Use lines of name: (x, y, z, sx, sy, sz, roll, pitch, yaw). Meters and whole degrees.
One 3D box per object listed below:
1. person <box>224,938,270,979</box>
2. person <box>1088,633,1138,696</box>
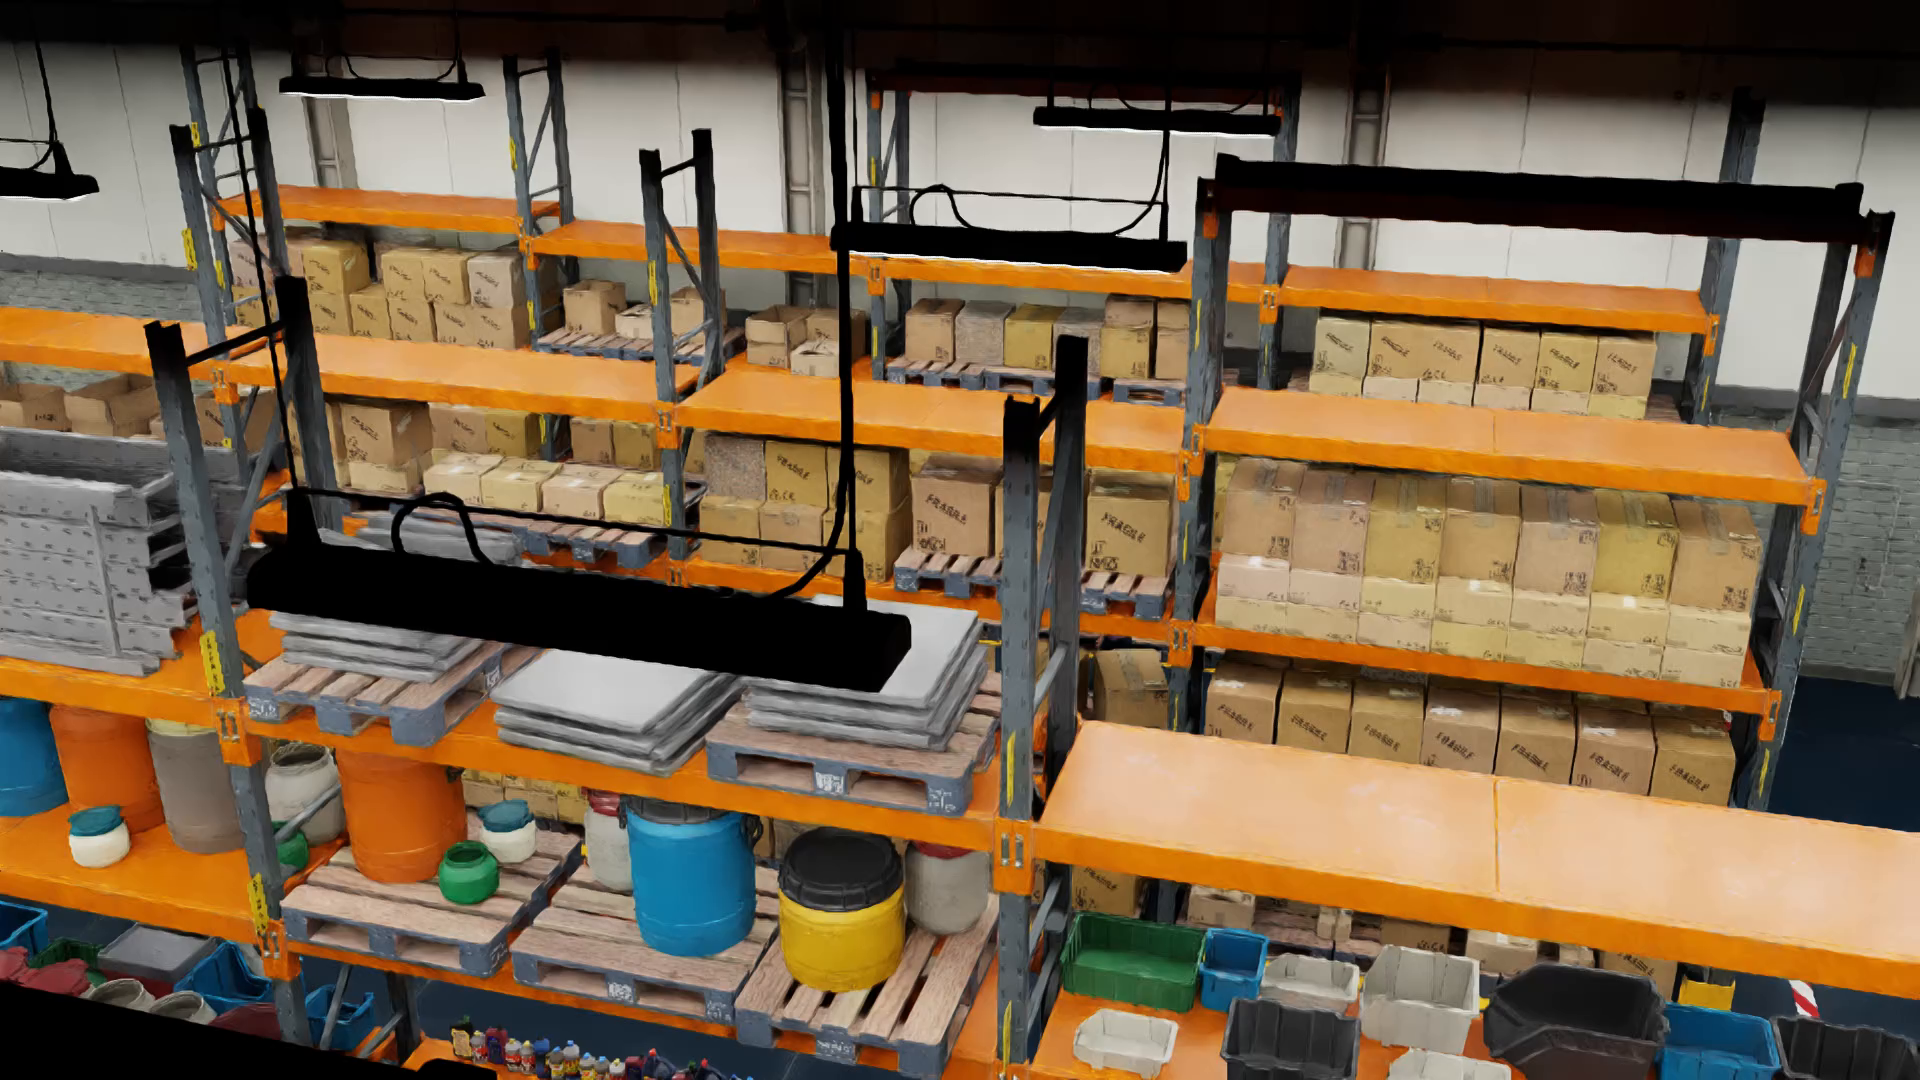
person: (-5.395, 2.693, 12.259, 0.961, 1.533, 0.408, 10, 25, 23)
person: (1.569, 0.913, 16.553, 0.949, 1.539, 0.430, 6, 23, 13)
